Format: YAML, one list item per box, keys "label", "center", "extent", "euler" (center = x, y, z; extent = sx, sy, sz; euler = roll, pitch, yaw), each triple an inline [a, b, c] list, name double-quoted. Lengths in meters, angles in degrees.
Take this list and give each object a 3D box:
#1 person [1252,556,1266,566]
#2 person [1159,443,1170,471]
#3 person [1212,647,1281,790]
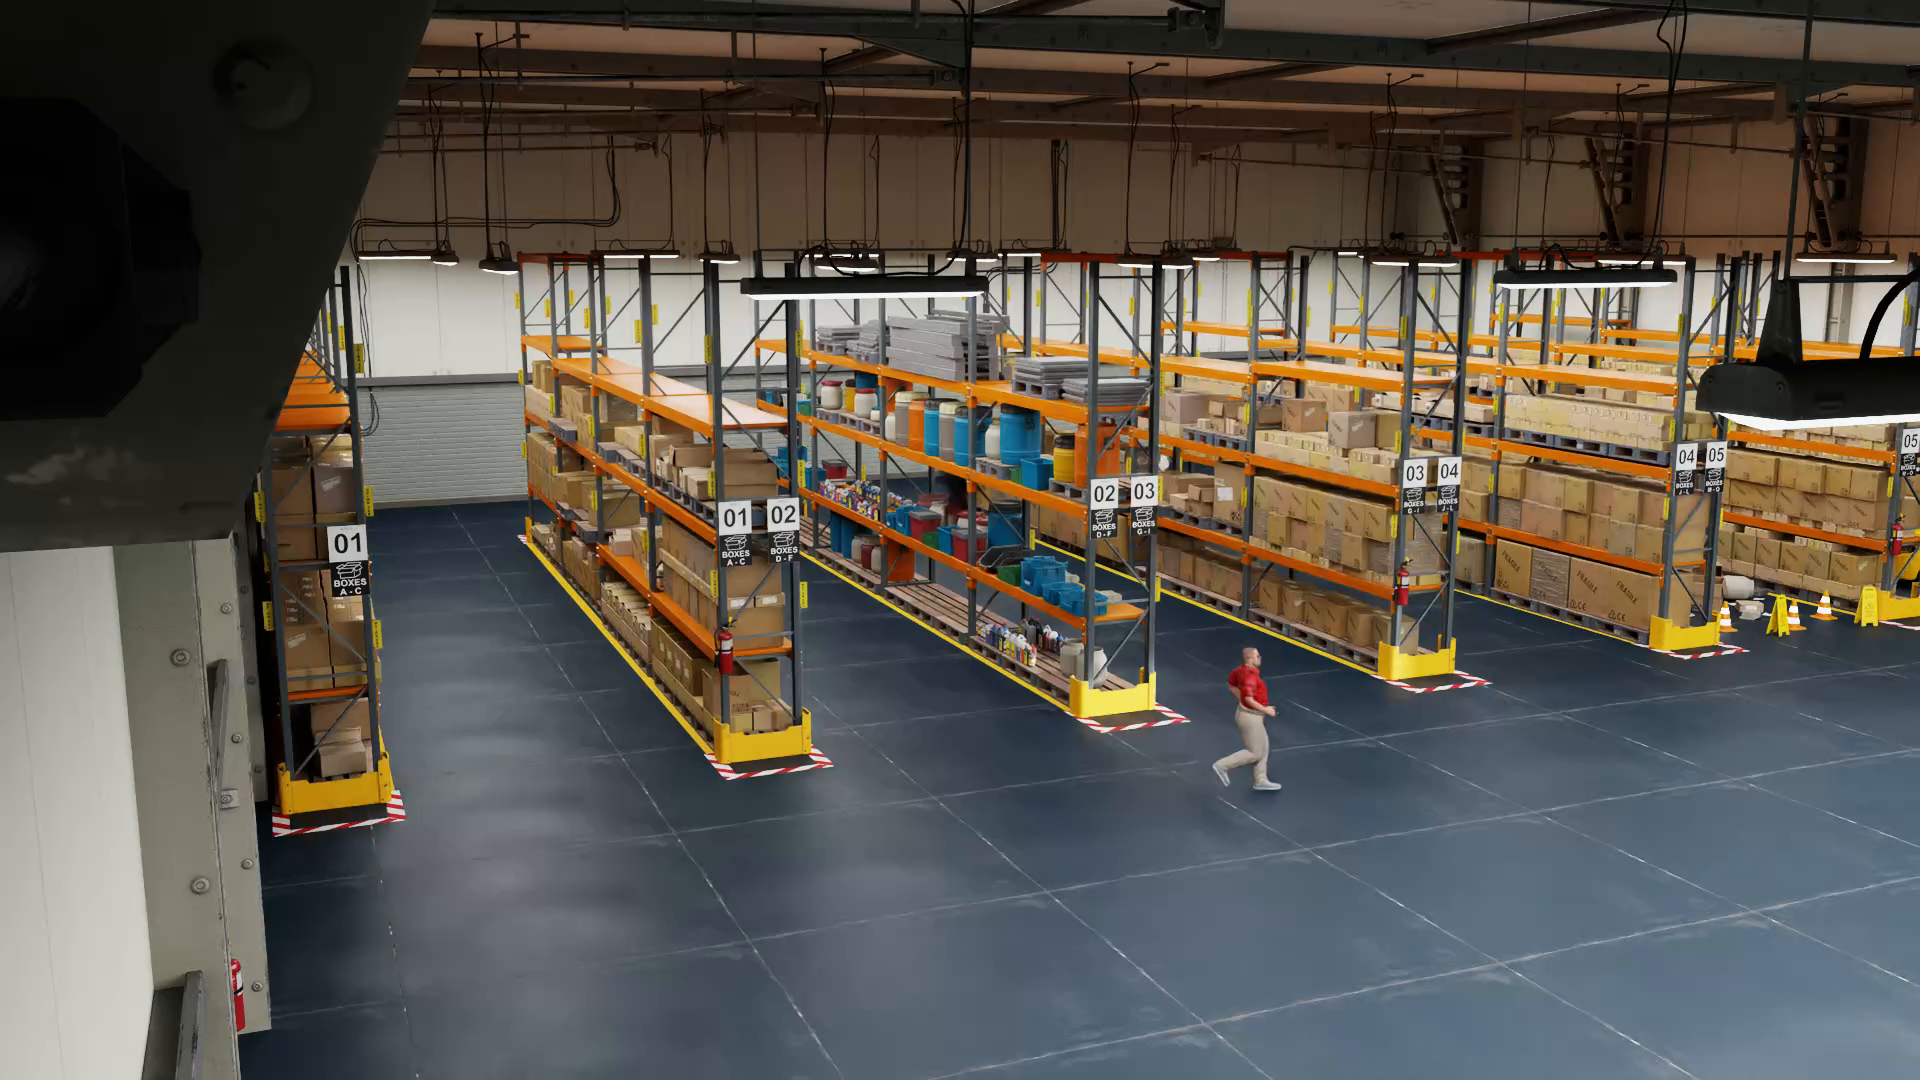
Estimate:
- label: "person"
  center: [5.637, -0.115, 31.160]
  extent: [0.620, 1.622, 0.519]
  euler: [-5, 12, -27]
- label: "person"
  center: [4.462, -1.340, 37.592]
  extent: [0.699, 1.722, 0.584]
  euler: [-4, 11, -22]
- label: "person"
  center: [3.295, 2.053, 19.048]
  extent: [0.840, 1.696, 0.674]
  euler: [-1, 10, -4]
